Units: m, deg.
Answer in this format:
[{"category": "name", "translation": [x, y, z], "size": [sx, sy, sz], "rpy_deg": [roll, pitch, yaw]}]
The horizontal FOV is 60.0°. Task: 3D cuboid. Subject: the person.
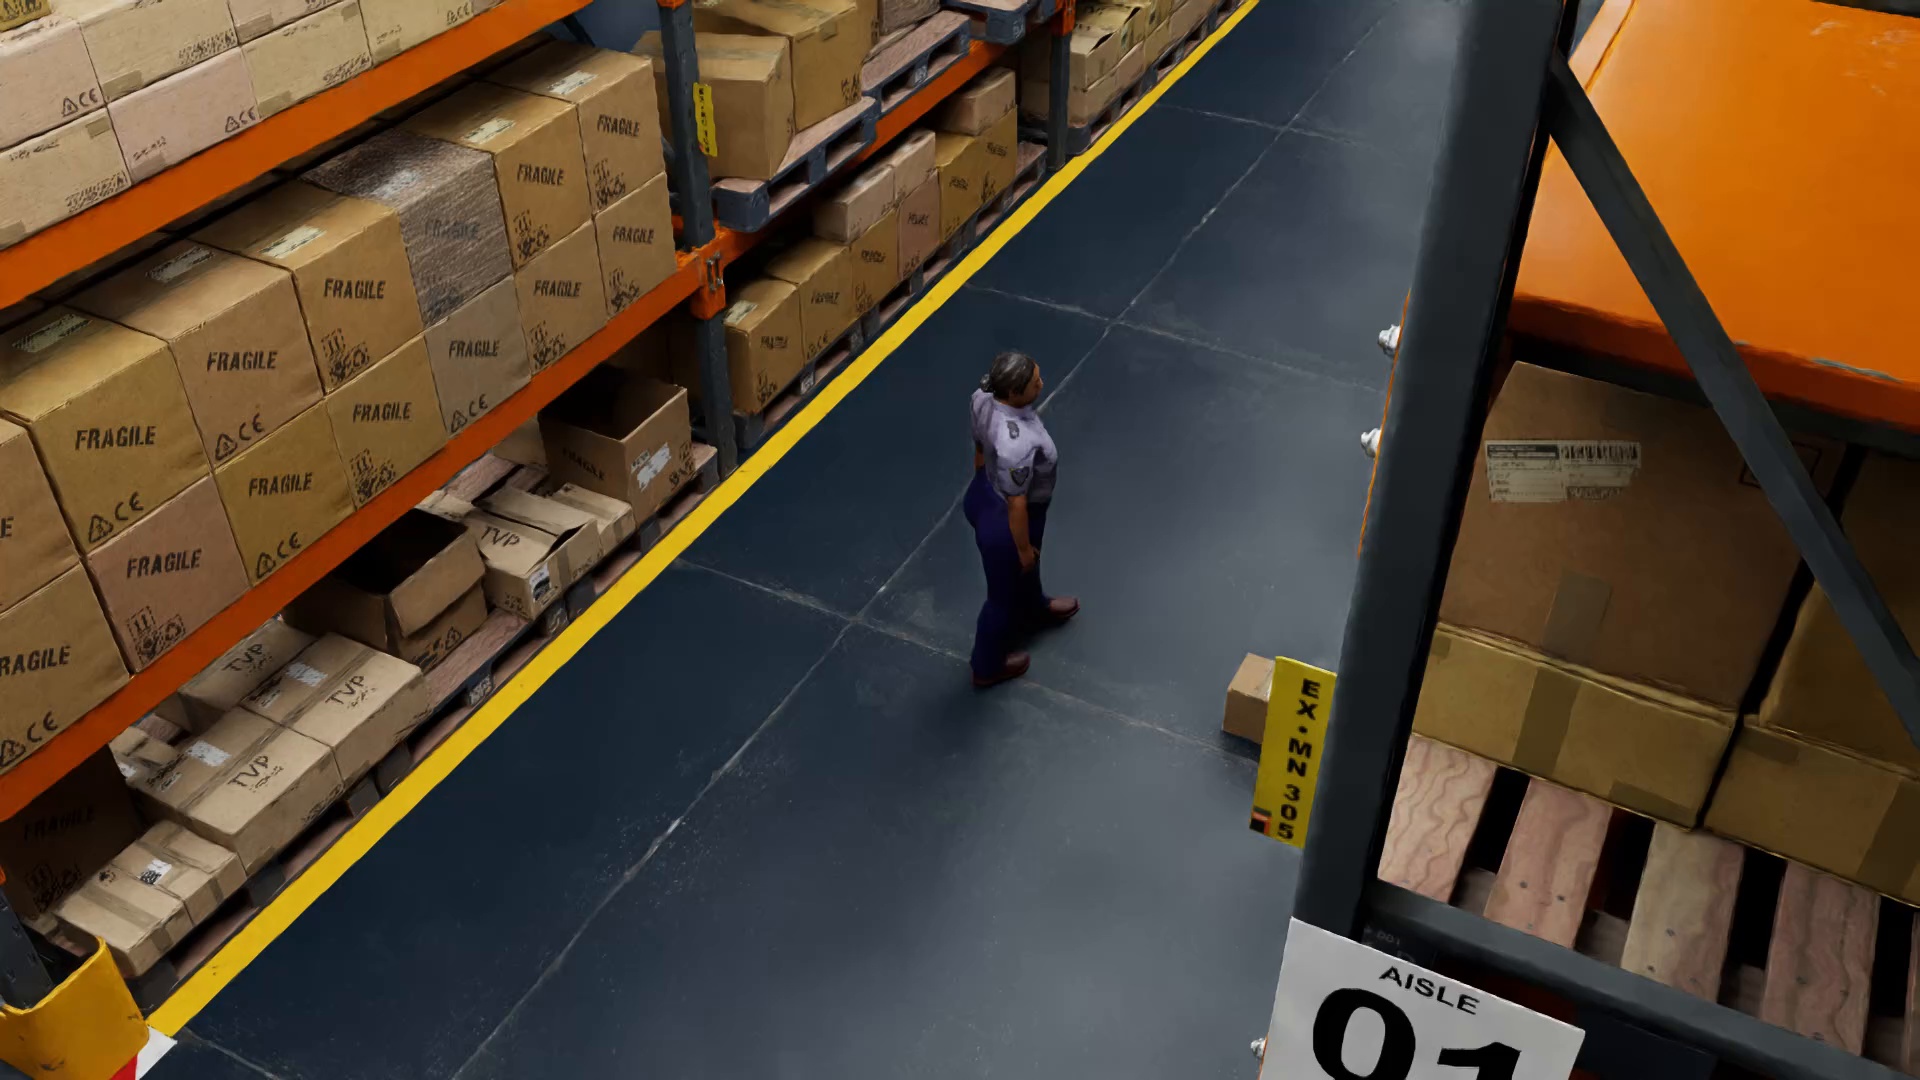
[{"category": "person", "translation": [0.313, -0.128, 6.915], "size": [0.603, 1.650, 0.543], "rpy_deg": [-11, 39, -13]}]
